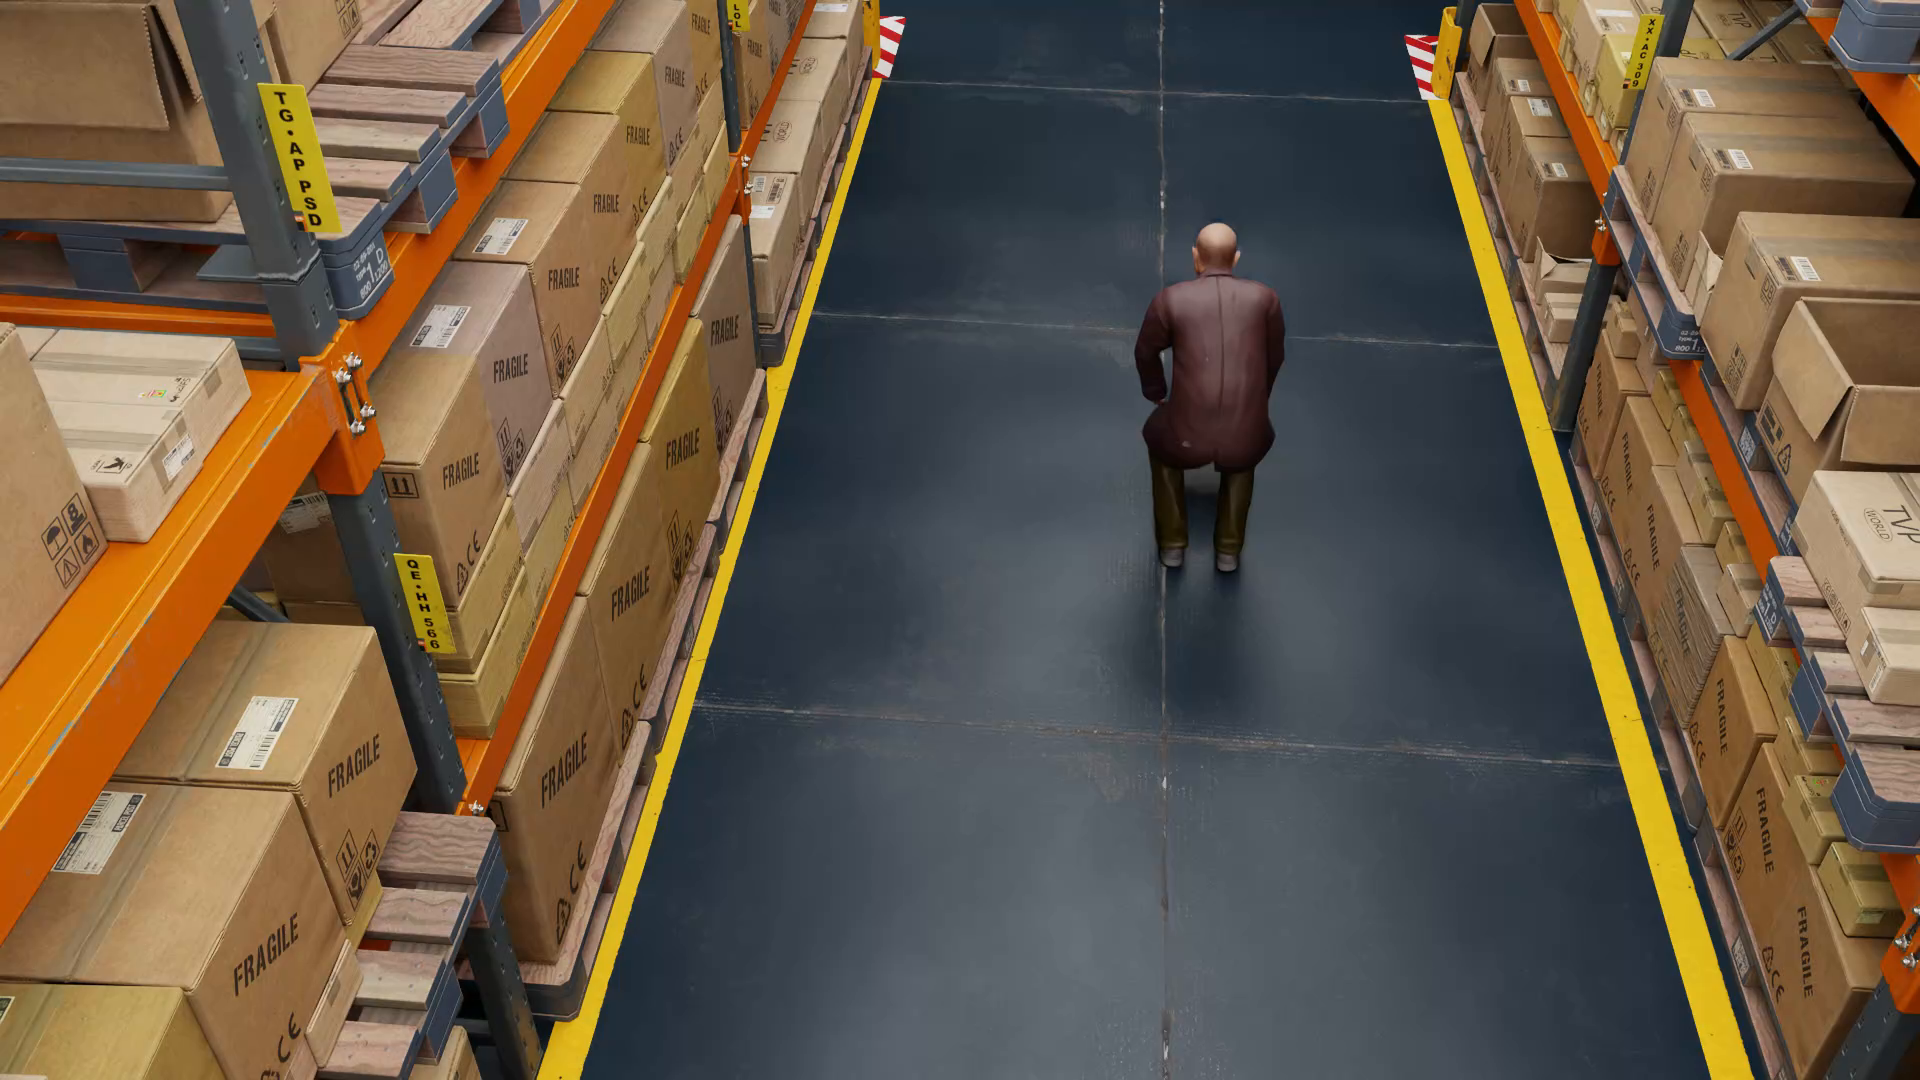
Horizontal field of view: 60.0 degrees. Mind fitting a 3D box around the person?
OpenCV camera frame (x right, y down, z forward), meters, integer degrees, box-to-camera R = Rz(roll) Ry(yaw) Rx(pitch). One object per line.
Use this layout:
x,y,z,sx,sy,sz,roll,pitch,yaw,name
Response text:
1.045,-0.565,7.093,0.629,1.476,0.680,3,40,4,person
